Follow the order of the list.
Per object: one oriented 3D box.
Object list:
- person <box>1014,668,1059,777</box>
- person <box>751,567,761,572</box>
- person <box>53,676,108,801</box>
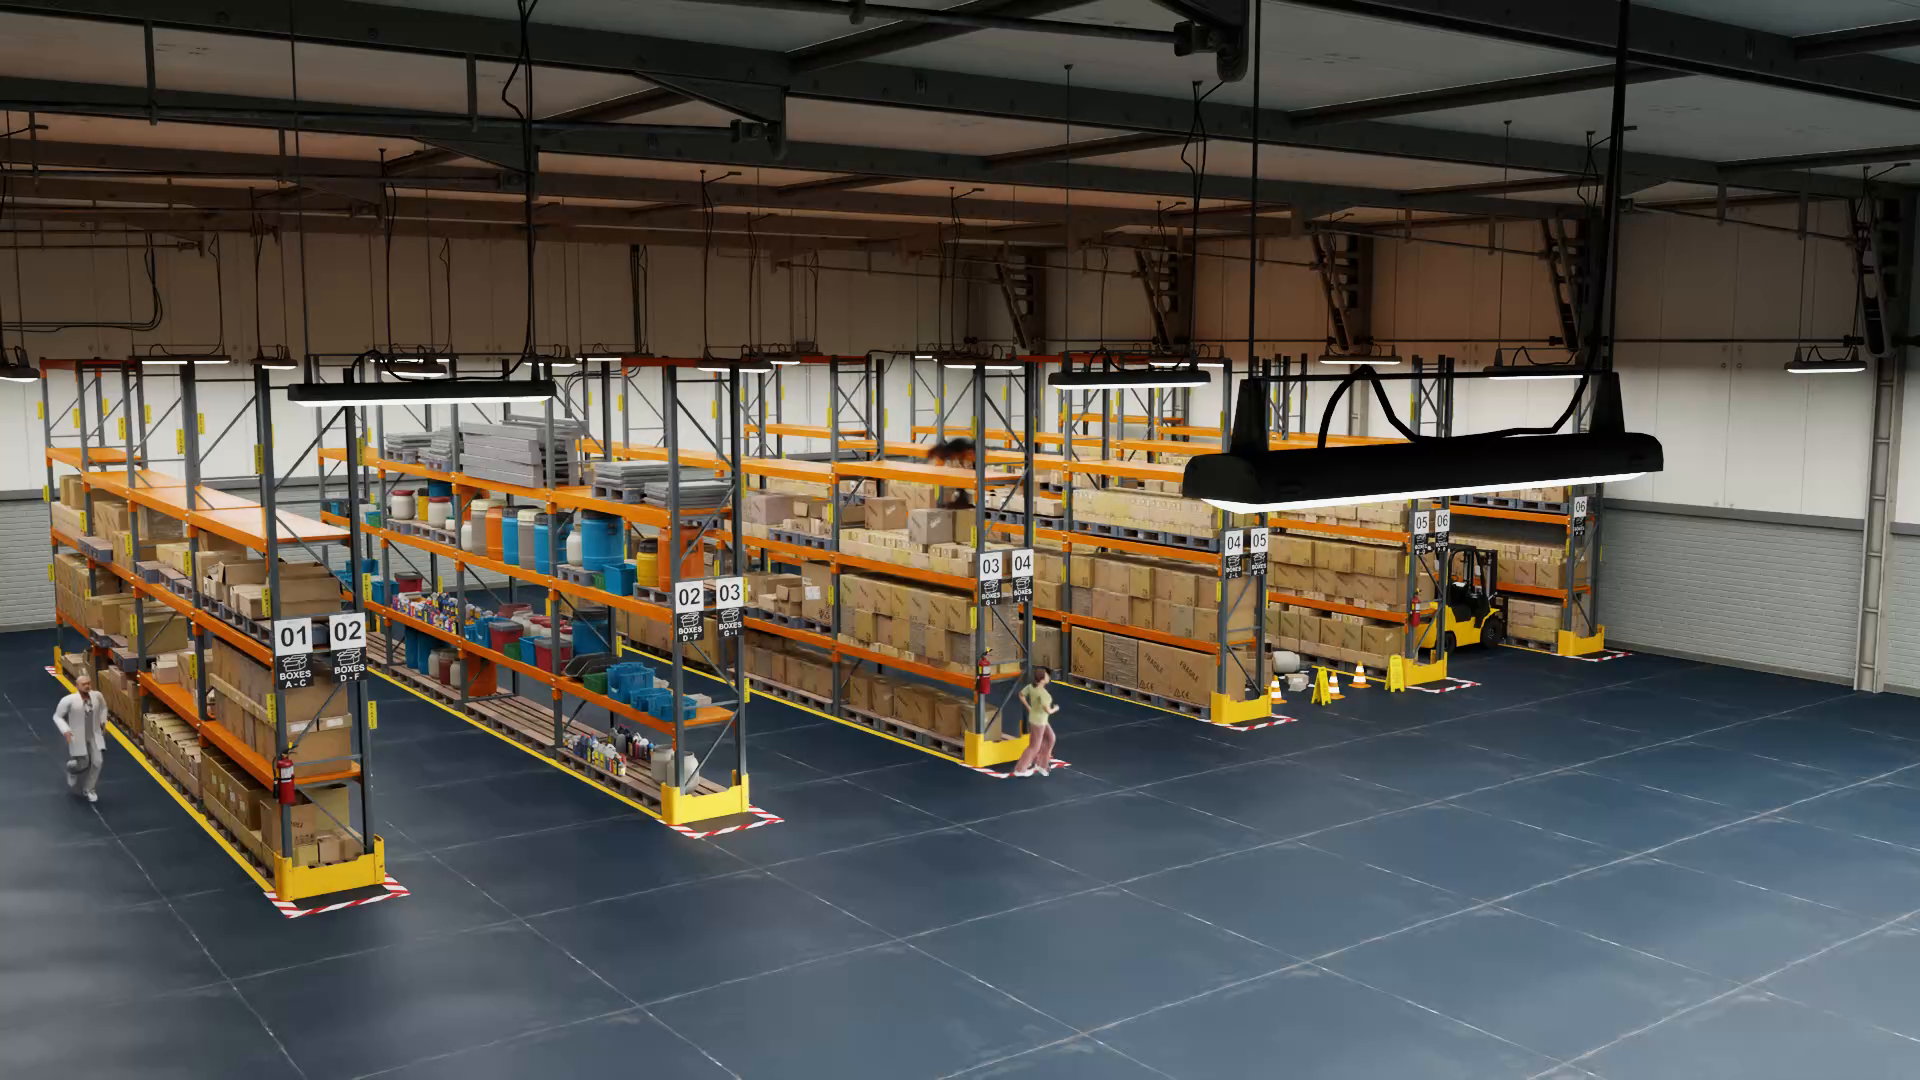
[{"bbox_3d":[1.110,2.661,23.897,0.641,1.676,0.585,-1,7,-9],"label":"person"},{"bbox_3d":[-4.258,1.375,34.612,0.628,1.653,0.624,6,9,40],"label":"person"},{"bbox_3d":[-12.179,2.747,23.093,0.721,1.688,0.728,6,9,41],"label":"person"}]
